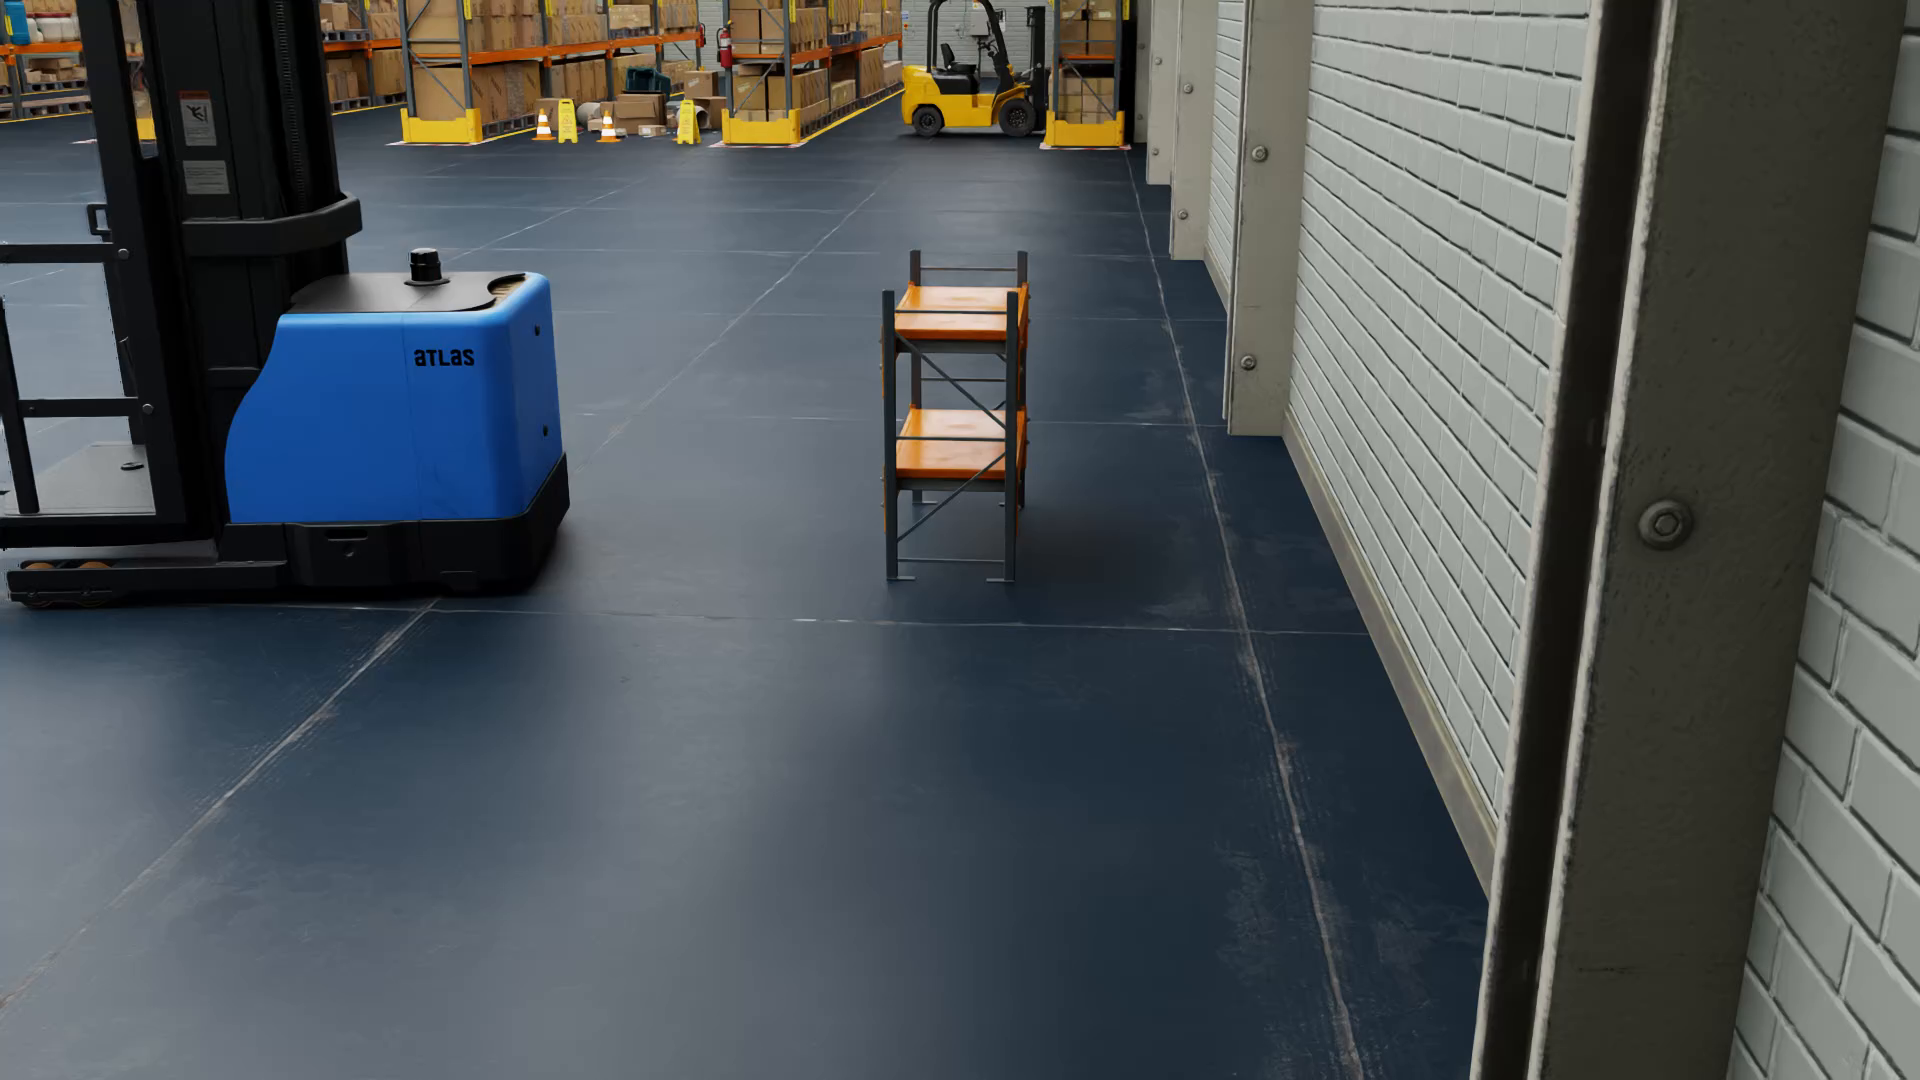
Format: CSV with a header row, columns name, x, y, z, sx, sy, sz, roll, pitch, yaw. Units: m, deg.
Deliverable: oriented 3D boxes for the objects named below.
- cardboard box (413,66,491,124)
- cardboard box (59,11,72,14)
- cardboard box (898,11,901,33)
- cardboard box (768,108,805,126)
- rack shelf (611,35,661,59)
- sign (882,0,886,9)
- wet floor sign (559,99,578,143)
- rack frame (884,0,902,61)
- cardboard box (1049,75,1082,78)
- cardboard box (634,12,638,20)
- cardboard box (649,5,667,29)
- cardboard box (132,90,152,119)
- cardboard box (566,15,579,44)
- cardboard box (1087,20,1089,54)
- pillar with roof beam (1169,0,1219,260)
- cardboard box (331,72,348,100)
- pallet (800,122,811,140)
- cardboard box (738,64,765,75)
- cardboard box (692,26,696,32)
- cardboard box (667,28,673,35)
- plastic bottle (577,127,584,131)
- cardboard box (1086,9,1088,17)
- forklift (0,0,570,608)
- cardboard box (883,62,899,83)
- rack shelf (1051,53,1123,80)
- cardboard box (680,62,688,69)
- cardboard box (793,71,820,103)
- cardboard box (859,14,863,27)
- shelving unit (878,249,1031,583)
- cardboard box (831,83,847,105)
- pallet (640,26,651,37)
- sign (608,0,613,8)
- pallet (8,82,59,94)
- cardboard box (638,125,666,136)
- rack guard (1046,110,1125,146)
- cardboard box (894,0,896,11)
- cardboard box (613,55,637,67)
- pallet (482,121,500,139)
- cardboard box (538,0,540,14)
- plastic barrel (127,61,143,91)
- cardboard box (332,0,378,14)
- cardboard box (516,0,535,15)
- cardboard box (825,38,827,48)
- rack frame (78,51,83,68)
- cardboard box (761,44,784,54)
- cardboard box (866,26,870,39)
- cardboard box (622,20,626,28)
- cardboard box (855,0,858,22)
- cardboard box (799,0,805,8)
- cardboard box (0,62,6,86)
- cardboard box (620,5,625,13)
name,x,y,z,sx,sy,sz,roll,pitch,yaw
cardboard box,-8.019,-7.010,26.237,0.875,0.875,0.875,1,18,4
cardboard box,-21.547,-12.372,39.701,0.500,0.500,0.500,1,18,3
cardboard box,-1.681,-12.390,39.758,0.500,0.500,0.500,1,18,4
cardboard box,-2.724,-6.666,26.192,0.500,0.250,0.500,1,18,3
rack shelf,-7.285,-10.372,34.915,1.077,0.370,4.000,1,18,4
sign,-1.655,-11.759,36.261,0.100,0.325,0.005,1,18,4
wet floor sign,-6.029,-6.436,25.529,0.267,0.644,0.232,-2,18,-6
rack frame,-1.910,-12.498,40.248,1.000,3.000,0.127,1,18,4
cardboard box,1.647,-7.096,25.898,0.500,0.250,0.500,2,18,5
cardboard box,-7.047,-11.104,35.245,0.380,0.149,0.250,0,18,1
cardboard box,-6.855,-11.672,37.089,0.500,0.500,0.500,1,18,3
cardboard box,-12.880,-6.955,26.673,0.500,0.500,0.500,5,19,14
cardboard box,-7.335,-9.367,30.533,0.500,0.500,0.500,1,18,4
cardboard box,2.222,-7.777,25.679,0.500,0.500,0.500,2,18,6
pillar with roof beam,-2.311,-6.835,13.332,9.100,9.000,0.400,1,18,4
cardboard box,-12.423,-8.875,32.499,0.700,0.500,0.500,0,18,-1
pallet,-2.958,-6.479,26.357,1.003,0.211,1.213,1,18,4
cardboard box,-3.301,-7.457,26.358,0.380,0.149,0.250,2,18,6
cardboard box,-6.596,-12.350,40.201,0.380,0.149,0.250,1,18,4
cardboard box,-6.775,-11.623,37.982,0.380,0.149,0.250,2,18,5
plastic bottle,-6.425,-6.863,27.770,0.283,0.061,0.133,-5,19,-15
cardboard box,2.054,-9.284,29.236,0.380,0.149,0.250,1,18,4
forklift,-3.161,-1.309,6.212,3.031,2.935,1.130,-1,18,-3
cardboard box,-1.915,-10.989,39.082,0.875,0.438,0.875,2,18,5
rack shelf,2.037,-7.699,26.756,1.077,0.370,4.000,1,18,4
cardboard box,-6.653,-11.211,39.269,0.380,0.149,0.250,2,18,6
cardboard box,-2.615,-7.514,27.575,0.500,0.500,0.500,2,18,7
cardboard box,-2.201,-10.332,33.075,0.500,0.250,0.500,1,18,4
shelving unit,0.000,-0.537,6.754,0.538,1.125,1.048,1,18,4
cardboard box,-2.639,-8.324,31.056,0.950,0.372,0.625,2,18,6
pallet,-7.341,-11.010,36.014,1.003,0.211,1.213,1,18,4
sign,-6.874,-10.632,32.692,0.100,0.325,0.005,1,18,4
pallet,-21.912,-10.587,38.896,1.003,0.211,1.213,1,18,4
cardboard box,-4.978,-6.626,26.906,0.380,0.149,0.250,12,22,32
rack guard,1.892,-6.224,25.115,1.175,0.500,0.348,1,18,4
cardboard box,-1.754,-12.549,38.638,0.500,0.500,0.500,1,18,4
cardboard box,-7.053,-9.980,34.700,0.500,0.250,0.500,1,18,4
pallet,-8.022,-6.533,26.522,1.003,0.211,1.213,1,18,4
cardboard box,-7.685,-9.527,29.416,0.700,0.500,0.500,1,18,3
plastic barrel,-17.290,-9.666,34.416,0.600,0.830,0.708,1,18,4
cardboard box,-12.300,-10.986,33.861,0.797,0.503,0.637,2,18,6
cardboard box,-7.699,-9.148,28.048,0.875,0.550,0.550,1,18,4
cardboard box,-2.489,-8.545,28.588,0.380,0.149,0.250,1,18,3
rack frame,-21.675,-12.942,41.602,1.000,3.000,0.127,1,18,4
cardboard box,-2.826,-7.510,25.430,0.380,0.149,0.250,1,18,4
cardboard box,-2.135,-10.411,34.121,0.500,0.250,0.500,2,18,6
cardboard box,-7.122,-10.641,34.310,0.380,0.149,0.250,2,18,6
cardboard box,-2.239,-10.255,32.089,0.500,0.500,0.500,1,18,2
cardboard box,-3.018,-9.303,28.255,0.700,0.500,0.500,1,18,3
cardboard box,-21.755,-10.408,37.176,0.500,0.500,0.500,1,18,4
cardboard box,-7.126,-10.921,34.208,0.380,0.149,0.250,2,18,6
